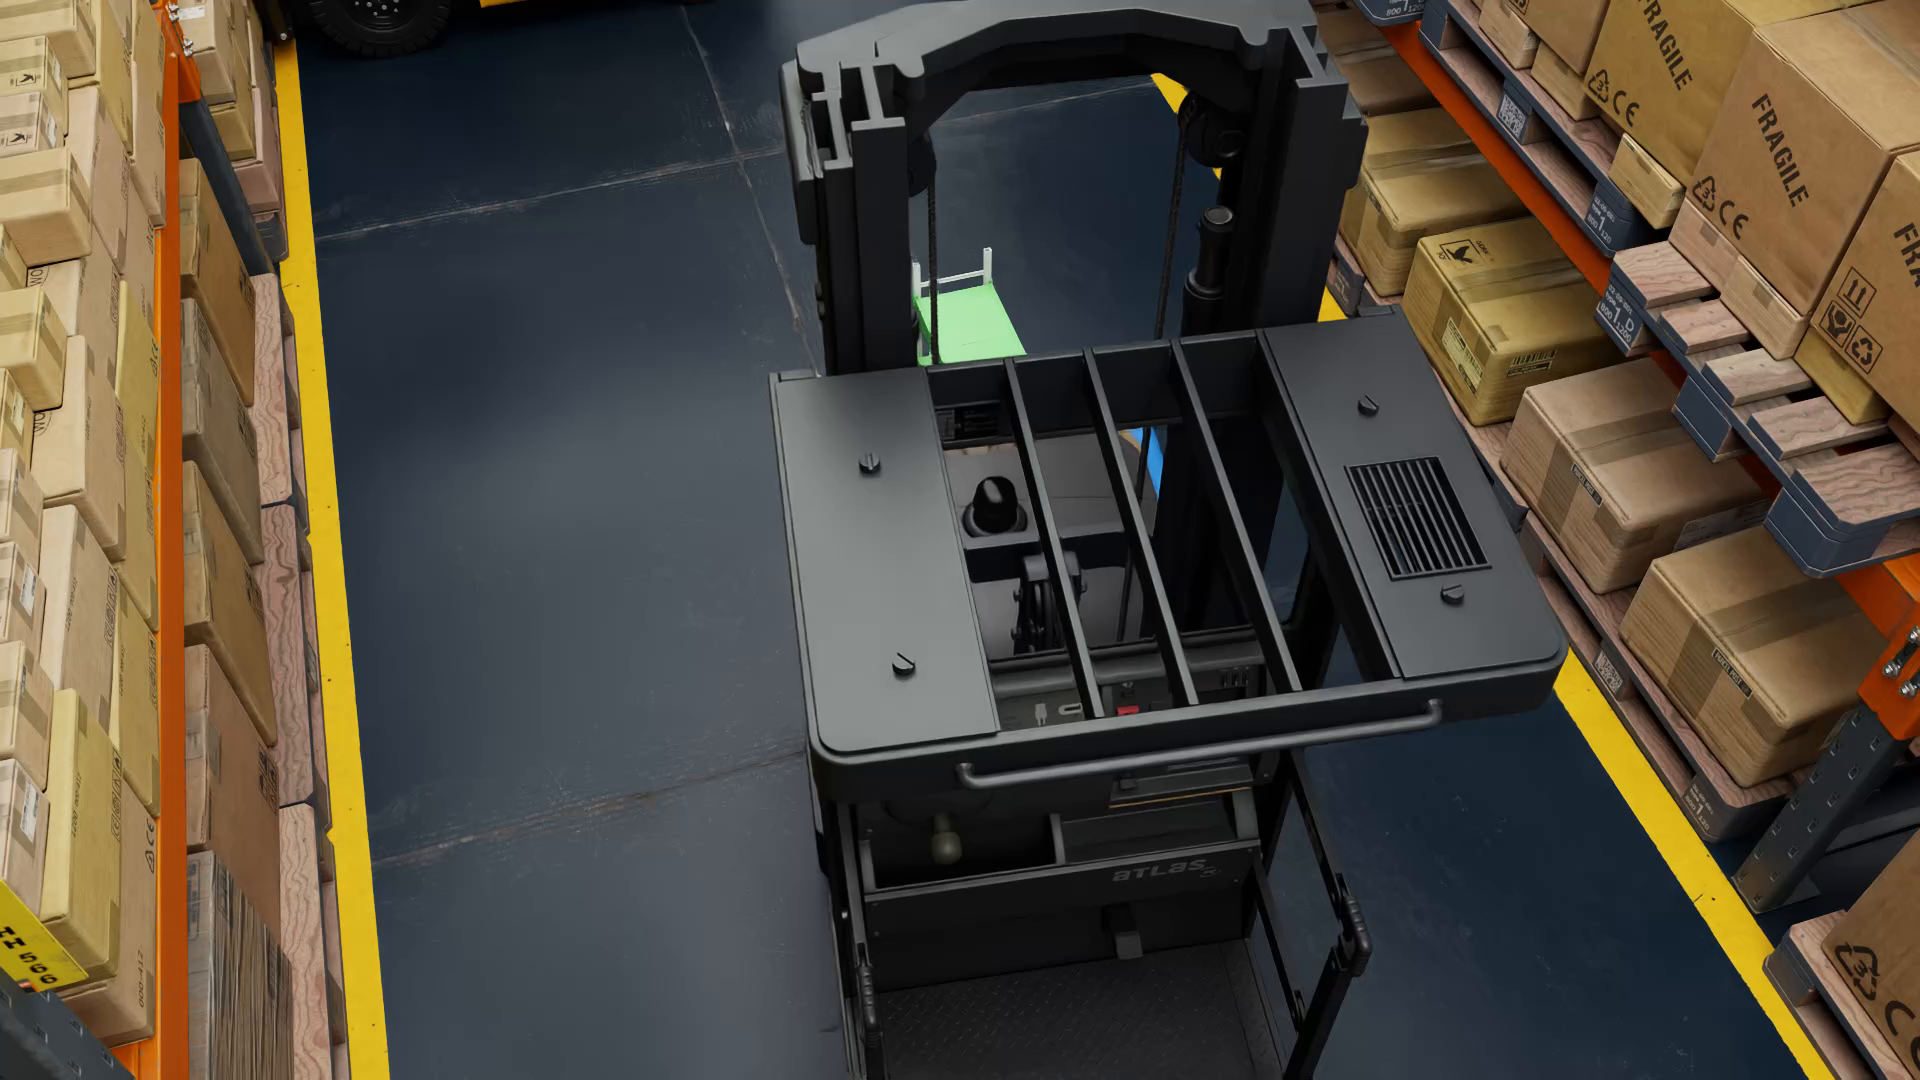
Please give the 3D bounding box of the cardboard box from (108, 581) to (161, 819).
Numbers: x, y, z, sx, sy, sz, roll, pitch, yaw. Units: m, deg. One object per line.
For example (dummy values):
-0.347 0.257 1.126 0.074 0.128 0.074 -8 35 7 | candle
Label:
-2.018 0.394 3.554 0.500 0.250 0.500 -14 51 -12 | cardboard box

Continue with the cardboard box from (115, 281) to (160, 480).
-2.329 -0.360 4.190 0.500 0.250 0.500 -12 51 -10 | cardboard box

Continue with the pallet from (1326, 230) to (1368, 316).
1.813 -1.486 6.865 1.003 0.211 1.213 -13 51 -11 | pallet

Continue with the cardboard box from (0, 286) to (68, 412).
-2.181 -0.388 3.625 0.380 0.149 0.250 -12 51 -10 | cardboard box

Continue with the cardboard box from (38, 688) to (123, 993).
-1.850 0.595 3.057 0.500 0.250 0.500 -13 51 -11 | cardboard box

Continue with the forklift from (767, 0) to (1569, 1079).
0.266 0.554 3.366 1.130 2.935 3.031 -7 50 -6 | forklift

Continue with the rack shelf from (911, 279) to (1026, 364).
0.049 -0.534 4.871 0.258 0.148 0.480 -13 51 -11 | rack shelf

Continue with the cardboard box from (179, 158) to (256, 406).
-2.994 -0.820 5.758 0.875 0.625 0.625 -11 51 -9 | cardboard box

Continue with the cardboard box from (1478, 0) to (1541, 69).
1.802 -1.574 5.005 0.380 0.149 0.250 -12 51 -10 | cardboard box

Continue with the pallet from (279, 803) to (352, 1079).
-2.182 1.382 4.447 1.003 0.211 1.213 -13 51 -11 | pallet

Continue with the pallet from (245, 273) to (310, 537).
-2.904 -0.400 5.949 1.003 0.211 1.213 -13 51 -11 | pallet

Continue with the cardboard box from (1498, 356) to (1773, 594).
2.381 -0.272 5.462 0.950 0.372 0.625 -14 51 -12 | cardboard box

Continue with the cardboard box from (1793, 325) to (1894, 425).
2.294 -0.452 4.059 0.380 0.149 0.250 -13 51 -10 | cardboard box

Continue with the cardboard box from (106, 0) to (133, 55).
-2.769 -1.640 4.942 0.500 0.250 0.500 -14 51 -12 | cardboard box

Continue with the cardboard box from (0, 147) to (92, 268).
-2.287 -0.768 3.946 0.380 0.149 0.250 -15 51 -12 | cardboard box

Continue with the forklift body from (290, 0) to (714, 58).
-2.038 -3.504 7.297 2.313 2.155 1.214 -13 51 -11 | forklift body

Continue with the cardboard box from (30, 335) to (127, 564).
-2.158 -0.151 3.687 0.500 0.250 0.500 -14 51 -12 | cardboard box

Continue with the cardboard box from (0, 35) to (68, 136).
-2.508 -1.128 4.249 0.380 0.149 0.250 -14 51 -12 | cardboard box

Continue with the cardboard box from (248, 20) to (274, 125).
-3.151 -1.873 6.891 0.500 0.250 0.500 -14 51 -12 | cardboard box

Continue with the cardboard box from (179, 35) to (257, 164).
-3.007 -1.662 6.386 0.500 0.250 0.500 -14 51 -11 | cardboard box

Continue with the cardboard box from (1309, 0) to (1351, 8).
1.665 -2.694 7.583 0.500 0.250 0.500 -15 52 -13 | cardboard box

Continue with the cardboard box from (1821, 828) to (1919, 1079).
2.889 1.041 4.026 0.875 0.875 0.875 -14 51 -11 | cardboard box

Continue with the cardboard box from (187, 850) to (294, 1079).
-2.147 1.265 4.001 0.875 0.625 0.625 -12 51 -10 | cardboard box

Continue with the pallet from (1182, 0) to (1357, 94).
1.349 -2.537 7.751 1.003 0.211 1.213 -13 51 -11 | pallet

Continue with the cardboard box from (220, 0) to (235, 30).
-3.144 -2.200 6.512 0.500 0.250 0.500 -13 51 -11 | cardboard box

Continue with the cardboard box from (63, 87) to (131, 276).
-2.465 -0.891 4.311 0.500 0.250 0.500 -12 51 -10 | cardboard box

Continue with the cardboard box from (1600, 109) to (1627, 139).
2.062 -1.221 4.707 0.380 0.149 0.250 -13 51 -11 | cardboard box

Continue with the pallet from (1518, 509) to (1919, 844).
2.535 0.296 5.363 1.003 0.211 1.213 -13 51 -11 | pallet

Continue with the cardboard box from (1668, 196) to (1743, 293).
2.110 -0.811 4.362 0.380 0.149 0.250 -16 52 -13 | cardboard box

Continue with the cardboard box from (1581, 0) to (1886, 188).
2.051 -1.308 4.356 0.500 0.500 0.500 -16 52 -13 | cardboard box

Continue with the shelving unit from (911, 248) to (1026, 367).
0.049 -0.266 5.189 0.258 1.200 0.503 -13 51 -11 | shelving unit

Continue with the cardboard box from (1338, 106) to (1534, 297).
1.955 -1.335 6.357 0.950 0.372 0.625 -10 51 -9 | cardboard box

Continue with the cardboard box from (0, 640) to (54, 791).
-1.869 0.358 2.997 0.380 0.149 0.250 -12 51 -10 | cardboard box

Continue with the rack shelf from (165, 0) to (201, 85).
-3.750 -3.057 6.836 1.077 0.370 4.000 -13 51 -11 | rack shelf

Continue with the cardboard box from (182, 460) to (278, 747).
-2.547 0.297 4.816 0.875 0.625 0.625 -15 52 -12 | cardboard box

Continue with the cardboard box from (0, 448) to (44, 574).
-2.059 -0.012 3.309 0.380 0.149 0.250 -13 51 -11 | cardboard box

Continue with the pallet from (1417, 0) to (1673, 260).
2.140 -1.407 5.099 1.003 0.211 1.213 -13 51 -11 | pallet

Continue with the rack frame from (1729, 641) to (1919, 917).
2.765 -0.032 3.815 1.000 3.000 0.127 -13 51 -11 | rack frame

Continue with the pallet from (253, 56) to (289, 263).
-3.354 -1.520 6.893 1.003 0.211 1.213 -13 51 -11 | pallet

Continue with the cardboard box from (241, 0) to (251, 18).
-3.296 -2.399 7.007 0.500 0.250 0.500 -14 51 -11 | cardboard box

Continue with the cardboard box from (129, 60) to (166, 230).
-2.606 -1.105 4.818 0.500 0.250 0.500 -14 51 -11 | cardboard box

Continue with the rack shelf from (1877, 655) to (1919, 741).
3.356 1.661 2.859 1.077 0.370 4.000 -13 51 -11 | rack shelf

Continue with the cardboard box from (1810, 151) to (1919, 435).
2.365 -0.564 3.729 0.500 0.500 0.500 -15 51 -12 | cardboard box
